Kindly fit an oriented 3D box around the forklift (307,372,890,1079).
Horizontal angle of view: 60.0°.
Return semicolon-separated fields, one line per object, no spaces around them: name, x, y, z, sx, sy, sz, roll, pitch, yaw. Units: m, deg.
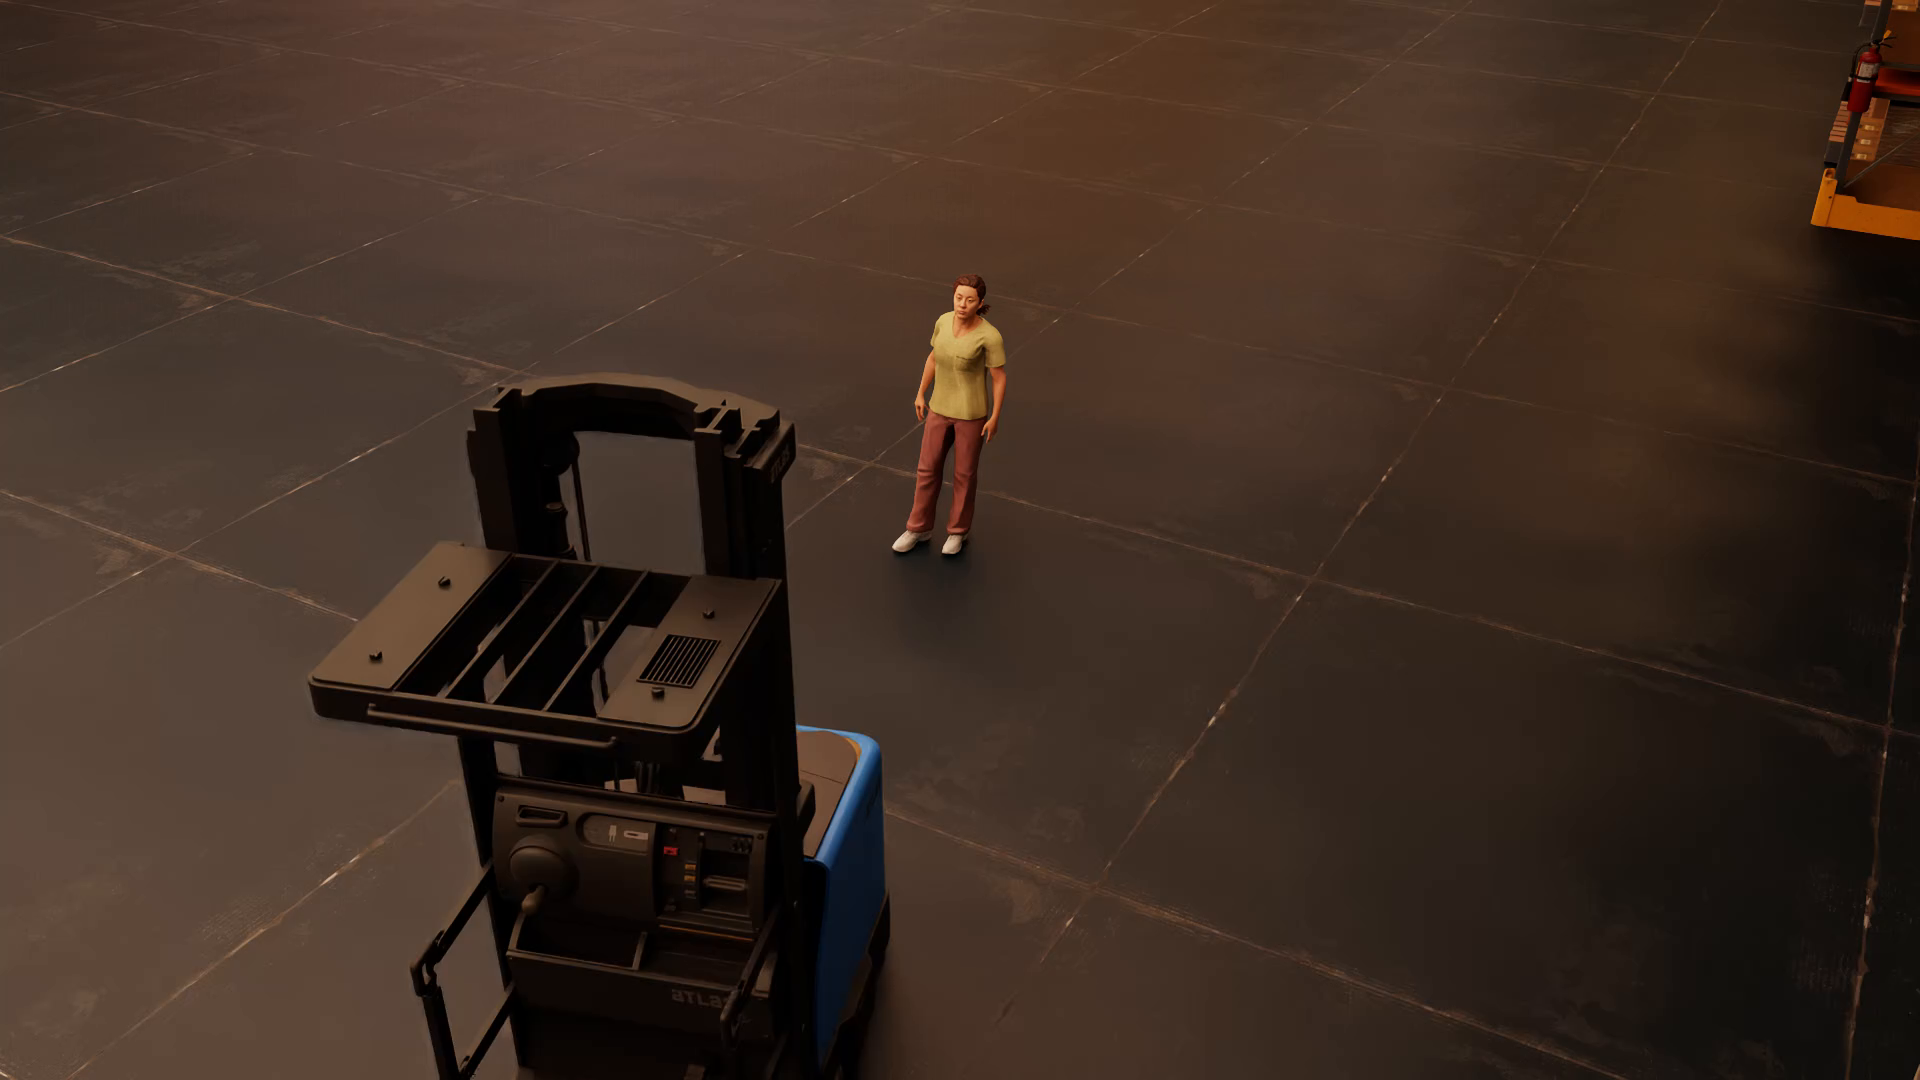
forklift;-1.108;1.095;5.173;1.130;2.935;3.031;6;31;11

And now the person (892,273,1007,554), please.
person;-0.046;-0.703;9.529;0.553;1.673;0.548;15;33;25
